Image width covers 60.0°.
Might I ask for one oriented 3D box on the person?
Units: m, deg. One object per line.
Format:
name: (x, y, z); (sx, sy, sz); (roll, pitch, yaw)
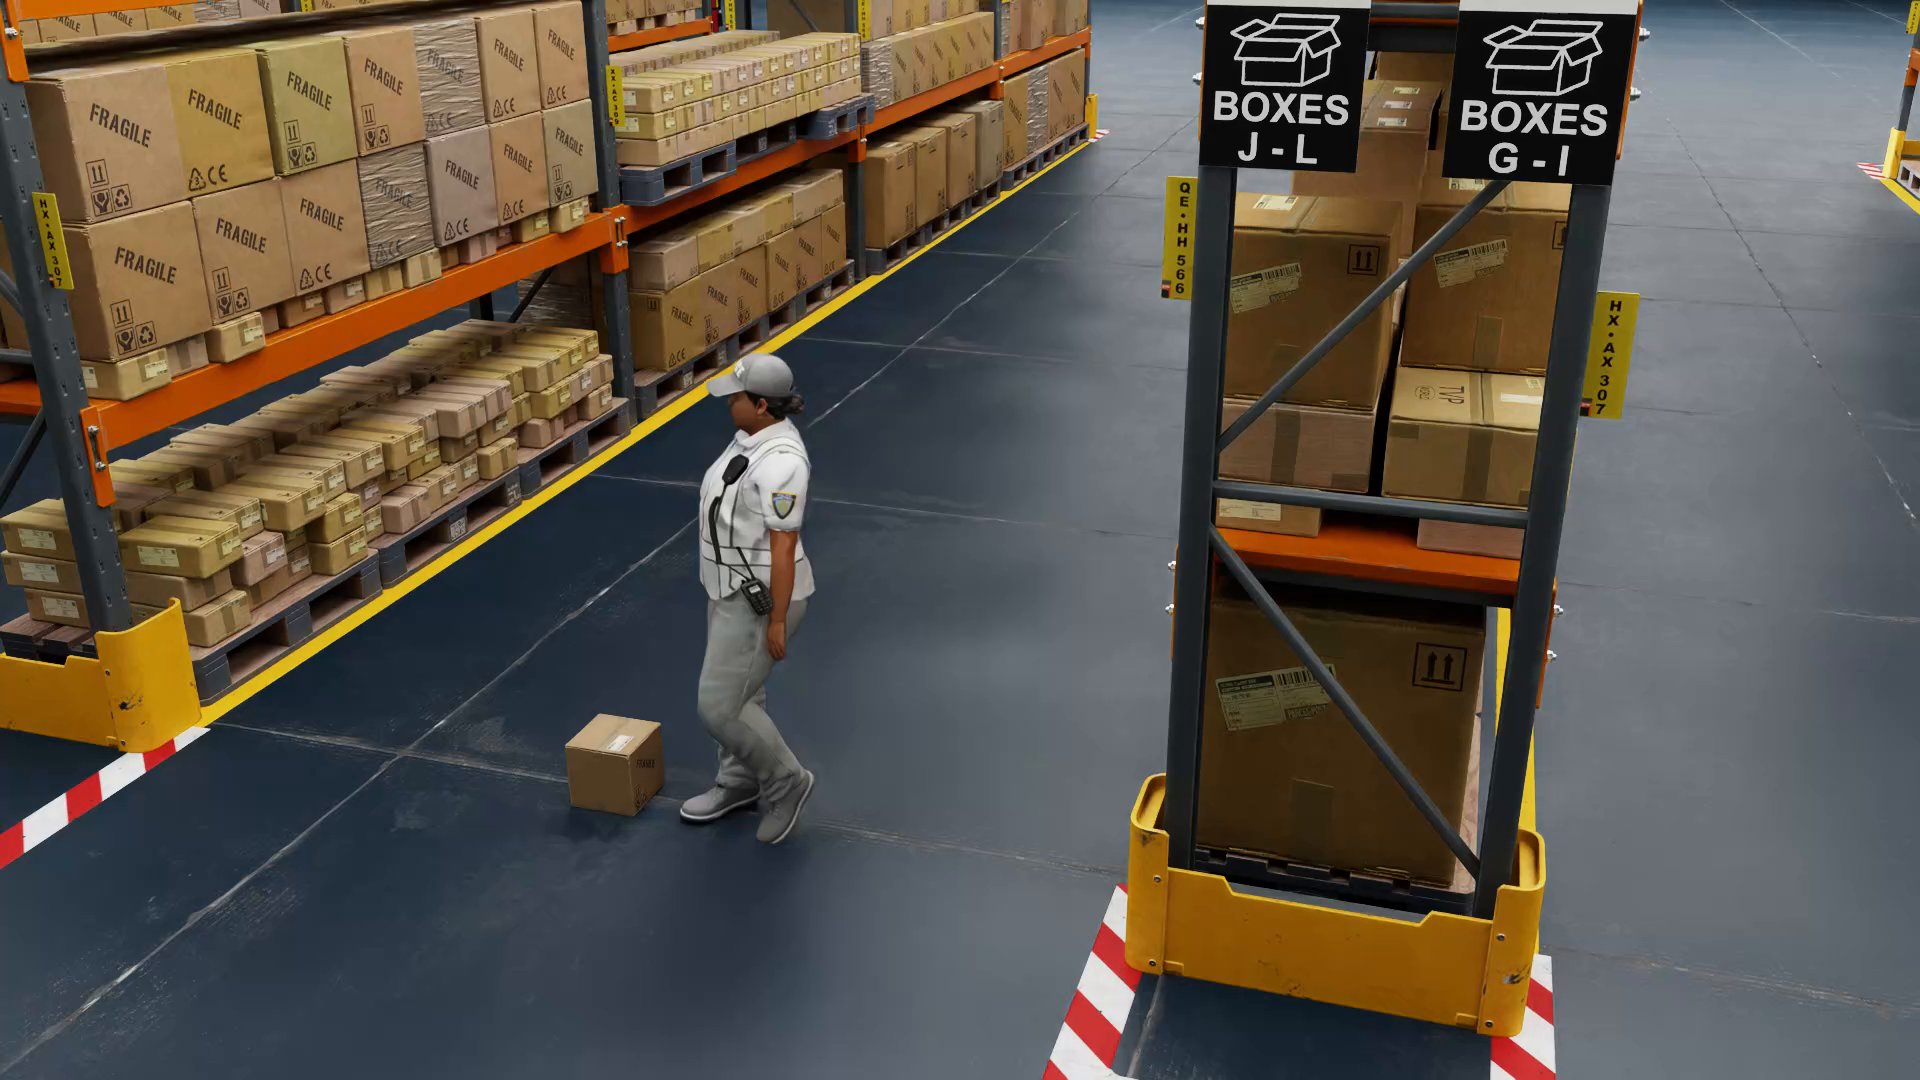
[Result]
person: (-0.740, 0.208, 5.594); (0.489, 1.697, 0.512); (-7, 23, -17)
